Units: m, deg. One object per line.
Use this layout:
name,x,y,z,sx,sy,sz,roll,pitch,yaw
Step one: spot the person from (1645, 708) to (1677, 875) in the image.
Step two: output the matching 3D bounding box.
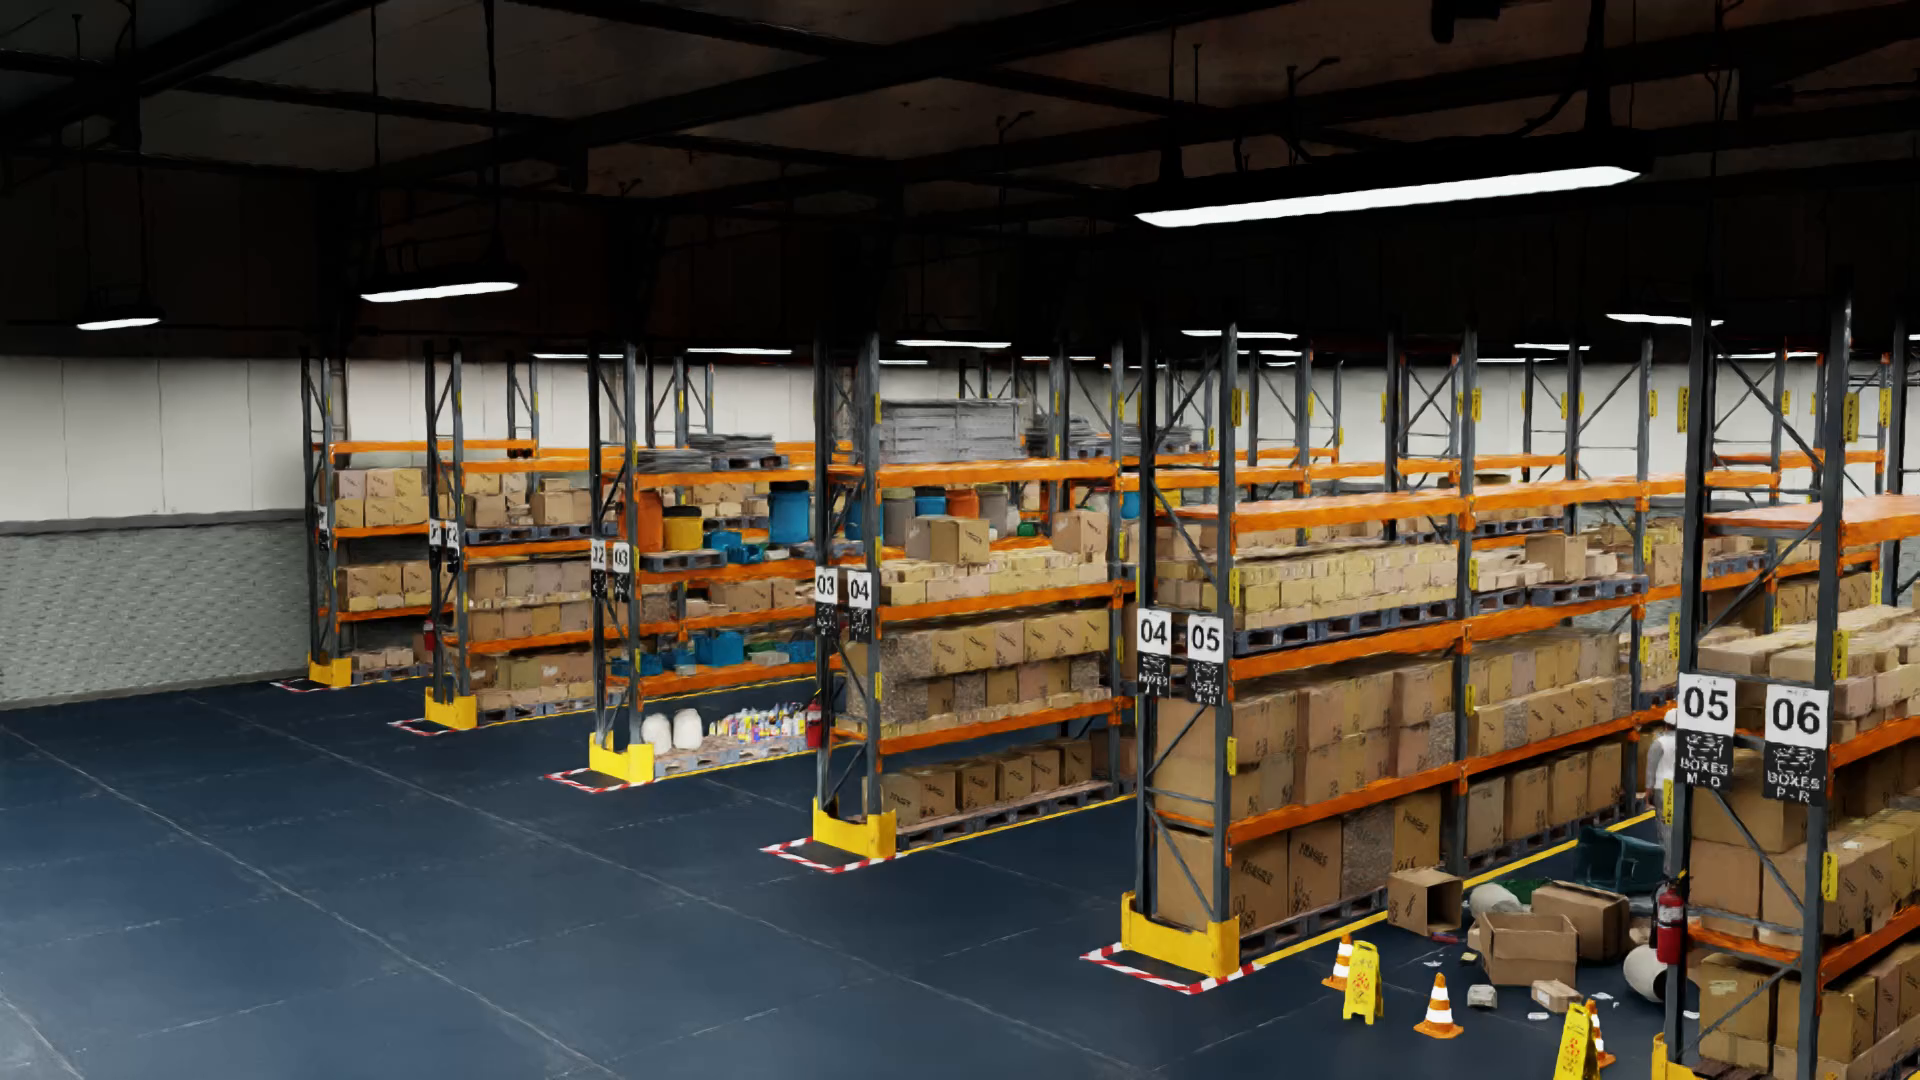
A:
person,7.685,2.686,17.976,0.626,1.768,0.576,-1,5,-11
